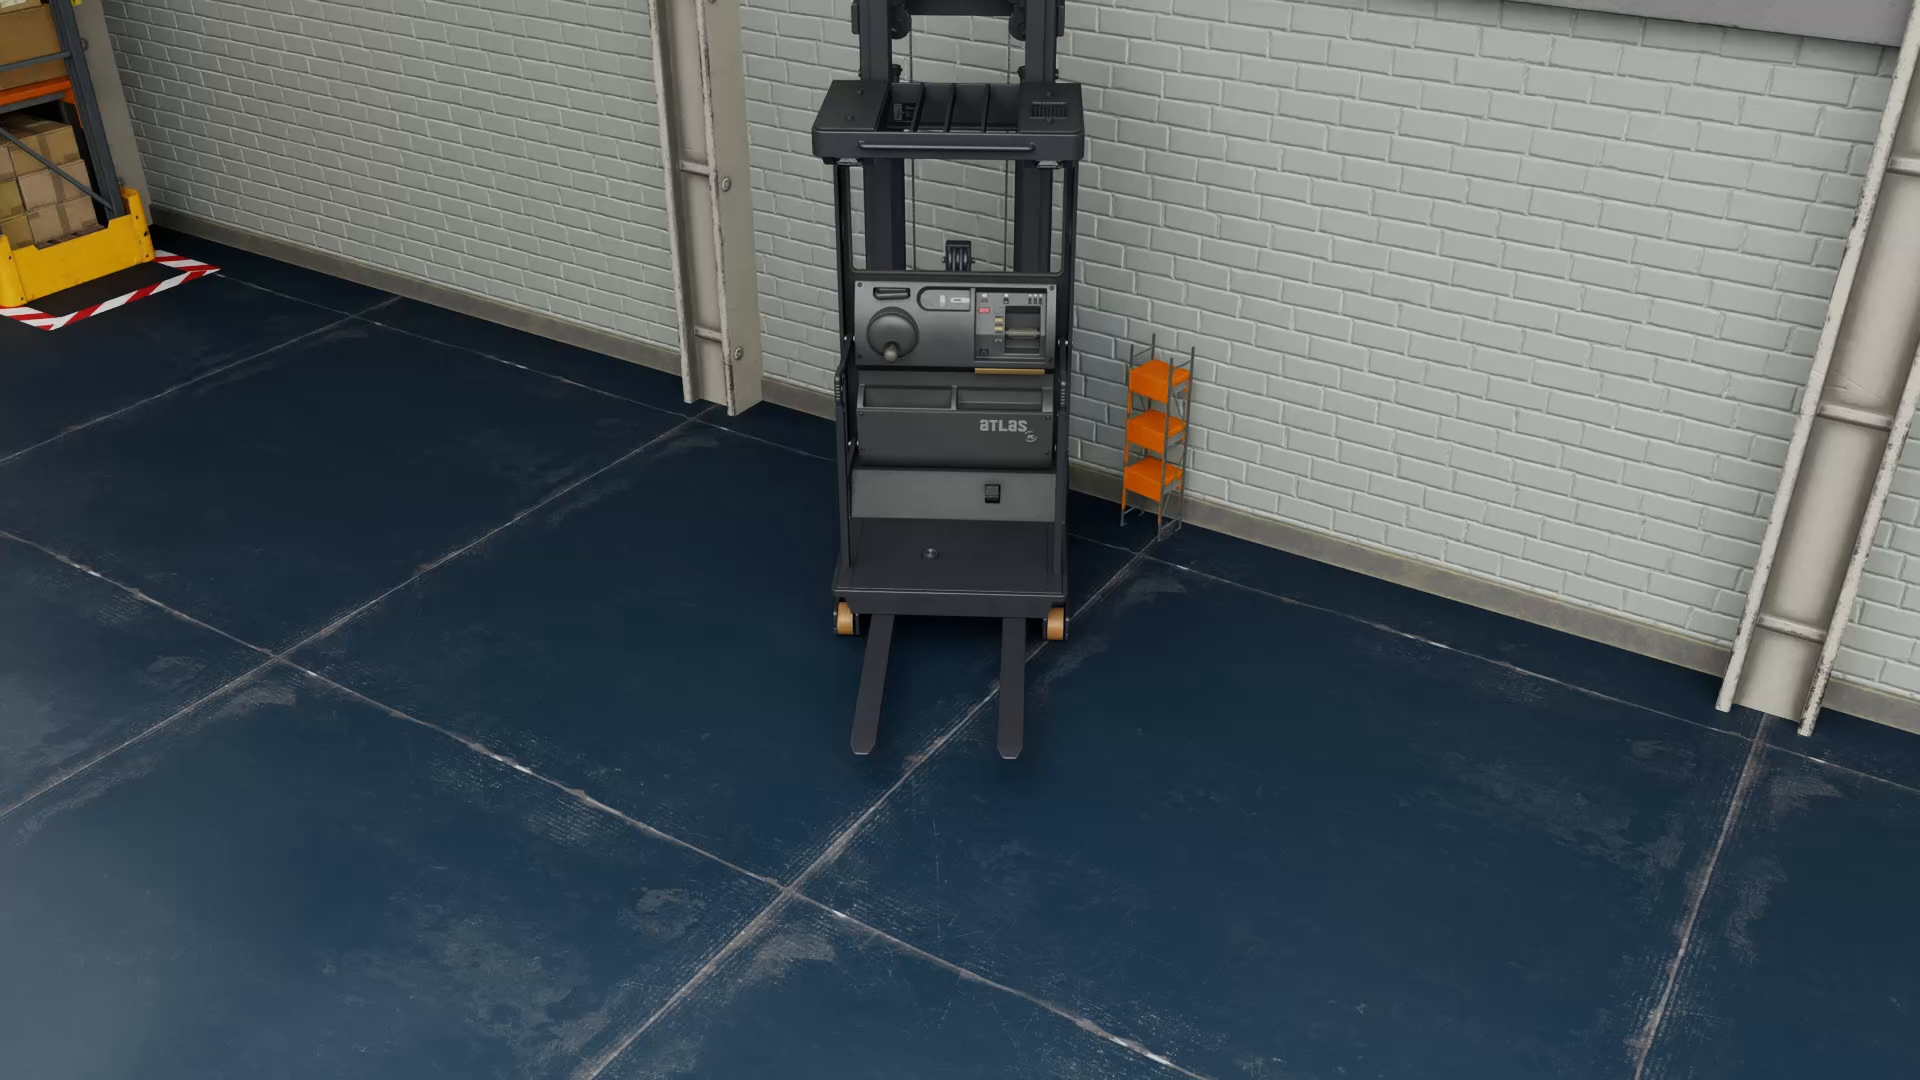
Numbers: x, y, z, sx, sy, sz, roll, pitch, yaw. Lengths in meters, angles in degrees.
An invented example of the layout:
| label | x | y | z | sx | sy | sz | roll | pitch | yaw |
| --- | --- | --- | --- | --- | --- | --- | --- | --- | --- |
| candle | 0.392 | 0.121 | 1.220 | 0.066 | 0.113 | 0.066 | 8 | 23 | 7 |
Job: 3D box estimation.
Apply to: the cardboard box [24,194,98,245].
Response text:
| label | x | y | z | sx | sy | sz | roll | pitch | yaw |
| --- | --- | --- | --- | --- | --- | --- | --- | --- | --- |
| cardboard box | -6.731 | -2.405 | 12.207 | 0.500 | 0.250 | 0.500 | 18 | 35 | 28 |

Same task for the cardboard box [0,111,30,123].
| label | x | y | z | sx | sy | sz | roll | pitch | yaw |
| --- | --- | --- | --- | --- | --- | --- | --- | --- | --- |
| cardboard box | -7.151 | -2.964 | 12.173 | 0.500 | 0.250 | 0.500 | 18 | 35 | 27 |

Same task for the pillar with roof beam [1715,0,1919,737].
| label | x | y | z | sx | sy | sz | roll | pitch | yaw |
| --- | --- | --- | --- | --- | --- | --- | --- | --- | --- |
| pillar with roof beam | 1.346 | -1.306 | 2.059 | 0.400 | 9.000 | 9.100 | 18 | 35 | 27 |

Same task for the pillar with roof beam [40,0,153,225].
| label | x | y | z | sx | sy | sz | roll | pitch | yaw |
| --- | --- | --- | --- | --- | --- | --- | --- | --- | --- |
| pillar with roof beam | -8.818 | -4.521 | 7.570 | 0.400 | 9.000 | 9.100 | 18 | 35 | 27 |

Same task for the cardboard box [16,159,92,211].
| label | x | y | z | sx | sy | sz | roll | pitch | yaw |
| --- | --- | --- | --- | --- | --- | --- | --- | --- | --- |
| cardboard box | -6.707 | -2.620 | 12.081 | 0.500 | 0.250 | 0.500 | 18 | 35 | 28 |

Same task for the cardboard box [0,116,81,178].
| label | x | y | z | sx | sy | sz | roll | pitch | yaw |
| --- | --- | --- | --- | --- | --- | --- | --- | --- | --- |
| cardboard box | -6.725 | -2.831 | 11.946 | 0.500 | 0.250 | 0.500 | 17 | 34 | 27 |

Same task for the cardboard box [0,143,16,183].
| label | x | y | z | sx | sy | sz | roll | pitch | yaw |
| --- | --- | --- | --- | --- | --- | --- | --- | --- | --- |
| cardboard box | -6.975 | -2.612 | 11.570 | 0.500 | 0.250 | 0.500 | 19 | 35 | 29 |

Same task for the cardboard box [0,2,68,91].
| label | x | y | z | sx | sy | sz | roll | pitch | yaw |
| --- | --- | --- | --- | --- | --- | --- | --- | --- | --- |
| cardboard box | -6.691 | -3.491 | 11.657 | 0.500 | 0.500 | 0.500 | 19 | 35 | 29 |

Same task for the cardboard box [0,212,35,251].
| label | x | y | z | sx | sy | sz | roll | pitch | yaw |
| --- | --- | --- | --- | --- | --- | --- | --- | --- | --- |
| cardboard box | -6.985 | -2.181 | 11.823 | 0.500 | 0.250 | 0.500 | 18 | 35 | 28 |

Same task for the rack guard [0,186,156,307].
| label | x | y | z | sx | sy | sz | roll | pitch | yaw |
| --- | --- | --- | --- | --- | --- | --- | --- | --- | --- |
| rack guard | -6.399 | -2.110 | 11.871 | 0.348 | 0.500 | 1.175 | 18 | 35 | 27 |

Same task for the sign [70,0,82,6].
| label | x | y | z | sx | sy | sz | roll | pitch | yaw |
| --- | --- | --- | --- | --- | --- | --- | --- | --- | --- |
| sign | -6.119 | -3.839 | 11.417 | 0.005 | 0.325 | 0.100 | 18 | 35 | 27 |

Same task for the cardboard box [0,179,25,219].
| label | x | y | z | sx | sy | sz | roll | pitch | yaw |
| --- | --- | --- | --- | --- | --- | --- | --- | --- | --- |
| cardboard box | -6.997 | -2.403 | 11.708 | 0.500 | 0.250 | 0.500 | 17 | 34 | 27 |

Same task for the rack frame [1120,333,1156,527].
| label | x | y | z | sx | sy | sz | roll | pitch | yaw |
| --- | --- | --- | --- | --- | --- | --- | --- | --- | --- |
| rack frame | 0.927 | -0.563 | 8.673 | 0.008 | 1.050 | 0.200 | 25 | 38 | 36 |

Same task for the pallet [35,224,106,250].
| label | x | y | z | sx | sy | sz | roll | pitch | yaw |
| --- | --- | --- | --- | --- | --- | --- | --- | --- | --- |
| pallet | -7.089 | -2.179 | 12.275 | 1.213 | 0.211 | 1.003 | 18 | 35 | 27 |

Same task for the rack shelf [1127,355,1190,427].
| label | x | y | z | sx | sy | sz | roll | pitch | yaw |
| --- | --- | --- | --- | --- | --- | --- | --- | --- | --- |
| rack shelf | 1.017 | -0.757 | 8.464 | 0.240 | 0.259 | 0.215 | 25 | 38 | 36 |

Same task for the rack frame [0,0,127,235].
| label | x | y | z | sx | sy | sz | roll | pitch | yaw |
| --- | --- | --- | --- | --- | --- | --- | --- | --- | --- |
| rack frame | -6.419 | -3.196 | 11.252 | 0.127 | 3.000 | 1.000 | 18 | 35 | 27 |

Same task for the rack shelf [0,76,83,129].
| label | x | y | z | sx | sy | sz | roll | pitch | yaw |
| --- | --- | --- | --- | --- | --- | --- | --- | --- | --- |
| rack shelf | -8.113 | -3.421 | 12.351 | 4.000 | 0.370 | 1.077 | 18 | 35 | 27 |

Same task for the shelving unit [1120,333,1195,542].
| label | x | y | z | sx | sy | sz | roll | pitch | yaw |
| --- | --- | --- | --- | --- | --- | --- | --- | --- | --- |
| shelving unit | 1.017 | -0.521 | 8.602 | 0.252 | 1.050 | 0.215 | 25 | 38 | 36 |

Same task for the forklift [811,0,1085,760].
| label | x | y | z | sx | sy | sz | roll | pitch | yaw |
| --- | --- | --- | --- | --- | --- | --- | --- | --- | --- |
| forklift | -0.029 | -0.953 | 7.474 | 1.130 | 2.935 | 3.031 | 1 | 30 | 2 |

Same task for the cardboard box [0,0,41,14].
| label | x | y | z | sx | sy | sz | roll | pitch | yaw |
| --- | --- | --- | --- | --- | --- | --- | --- | --- | --- |
| cardboard box | -6.568 | -3.721 | 11.409 | 0.250 | 0.149 | 0.380 | 17 | 34 | 26 |

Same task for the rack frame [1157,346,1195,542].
| label | x | y | z | sx | sy | sz | roll | pitch | yaw |
| --- | --- | --- | --- | --- | --- | --- | --- | --- | --- |
| rack frame | 1.107 | -0.480 | 8.531 | 0.008 | 1.050 | 0.200 | 25 | 38 | 36 |

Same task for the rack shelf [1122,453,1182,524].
| label | x | y | z | sx | sy | sz | roll | pitch | yaw |
| --- | --- | --- | --- | --- | --- | --- | --- | --- | --- |
| rack shelf | 1.017 | -0.272 | 8.747 | 0.240 | 0.259 | 0.215 | 25 | 38 | 36 |

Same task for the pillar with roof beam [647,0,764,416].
| label | x | y | z | sx | sy | sz | roll | pitch | yaw |
| --- | --- | --- | --- | --- | --- | --- | --- | --- | --- |
| pillar with roof beam | -3.736 | -2.914 | 4.814 | 0.400 | 9.000 | 9.100 | 18 | 35 | 27 |

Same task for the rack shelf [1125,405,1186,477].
| label | x | y | z | sx | sy | sz | roll | pitch | yaw |
| --- | --- | --- | --- | --- | --- | --- | --- | --- | --- |
| rack shelf | 1.017 | -0.512 | 8.607 | 0.240 | 0.259 | 0.215 | 25 | 38 | 36 |
